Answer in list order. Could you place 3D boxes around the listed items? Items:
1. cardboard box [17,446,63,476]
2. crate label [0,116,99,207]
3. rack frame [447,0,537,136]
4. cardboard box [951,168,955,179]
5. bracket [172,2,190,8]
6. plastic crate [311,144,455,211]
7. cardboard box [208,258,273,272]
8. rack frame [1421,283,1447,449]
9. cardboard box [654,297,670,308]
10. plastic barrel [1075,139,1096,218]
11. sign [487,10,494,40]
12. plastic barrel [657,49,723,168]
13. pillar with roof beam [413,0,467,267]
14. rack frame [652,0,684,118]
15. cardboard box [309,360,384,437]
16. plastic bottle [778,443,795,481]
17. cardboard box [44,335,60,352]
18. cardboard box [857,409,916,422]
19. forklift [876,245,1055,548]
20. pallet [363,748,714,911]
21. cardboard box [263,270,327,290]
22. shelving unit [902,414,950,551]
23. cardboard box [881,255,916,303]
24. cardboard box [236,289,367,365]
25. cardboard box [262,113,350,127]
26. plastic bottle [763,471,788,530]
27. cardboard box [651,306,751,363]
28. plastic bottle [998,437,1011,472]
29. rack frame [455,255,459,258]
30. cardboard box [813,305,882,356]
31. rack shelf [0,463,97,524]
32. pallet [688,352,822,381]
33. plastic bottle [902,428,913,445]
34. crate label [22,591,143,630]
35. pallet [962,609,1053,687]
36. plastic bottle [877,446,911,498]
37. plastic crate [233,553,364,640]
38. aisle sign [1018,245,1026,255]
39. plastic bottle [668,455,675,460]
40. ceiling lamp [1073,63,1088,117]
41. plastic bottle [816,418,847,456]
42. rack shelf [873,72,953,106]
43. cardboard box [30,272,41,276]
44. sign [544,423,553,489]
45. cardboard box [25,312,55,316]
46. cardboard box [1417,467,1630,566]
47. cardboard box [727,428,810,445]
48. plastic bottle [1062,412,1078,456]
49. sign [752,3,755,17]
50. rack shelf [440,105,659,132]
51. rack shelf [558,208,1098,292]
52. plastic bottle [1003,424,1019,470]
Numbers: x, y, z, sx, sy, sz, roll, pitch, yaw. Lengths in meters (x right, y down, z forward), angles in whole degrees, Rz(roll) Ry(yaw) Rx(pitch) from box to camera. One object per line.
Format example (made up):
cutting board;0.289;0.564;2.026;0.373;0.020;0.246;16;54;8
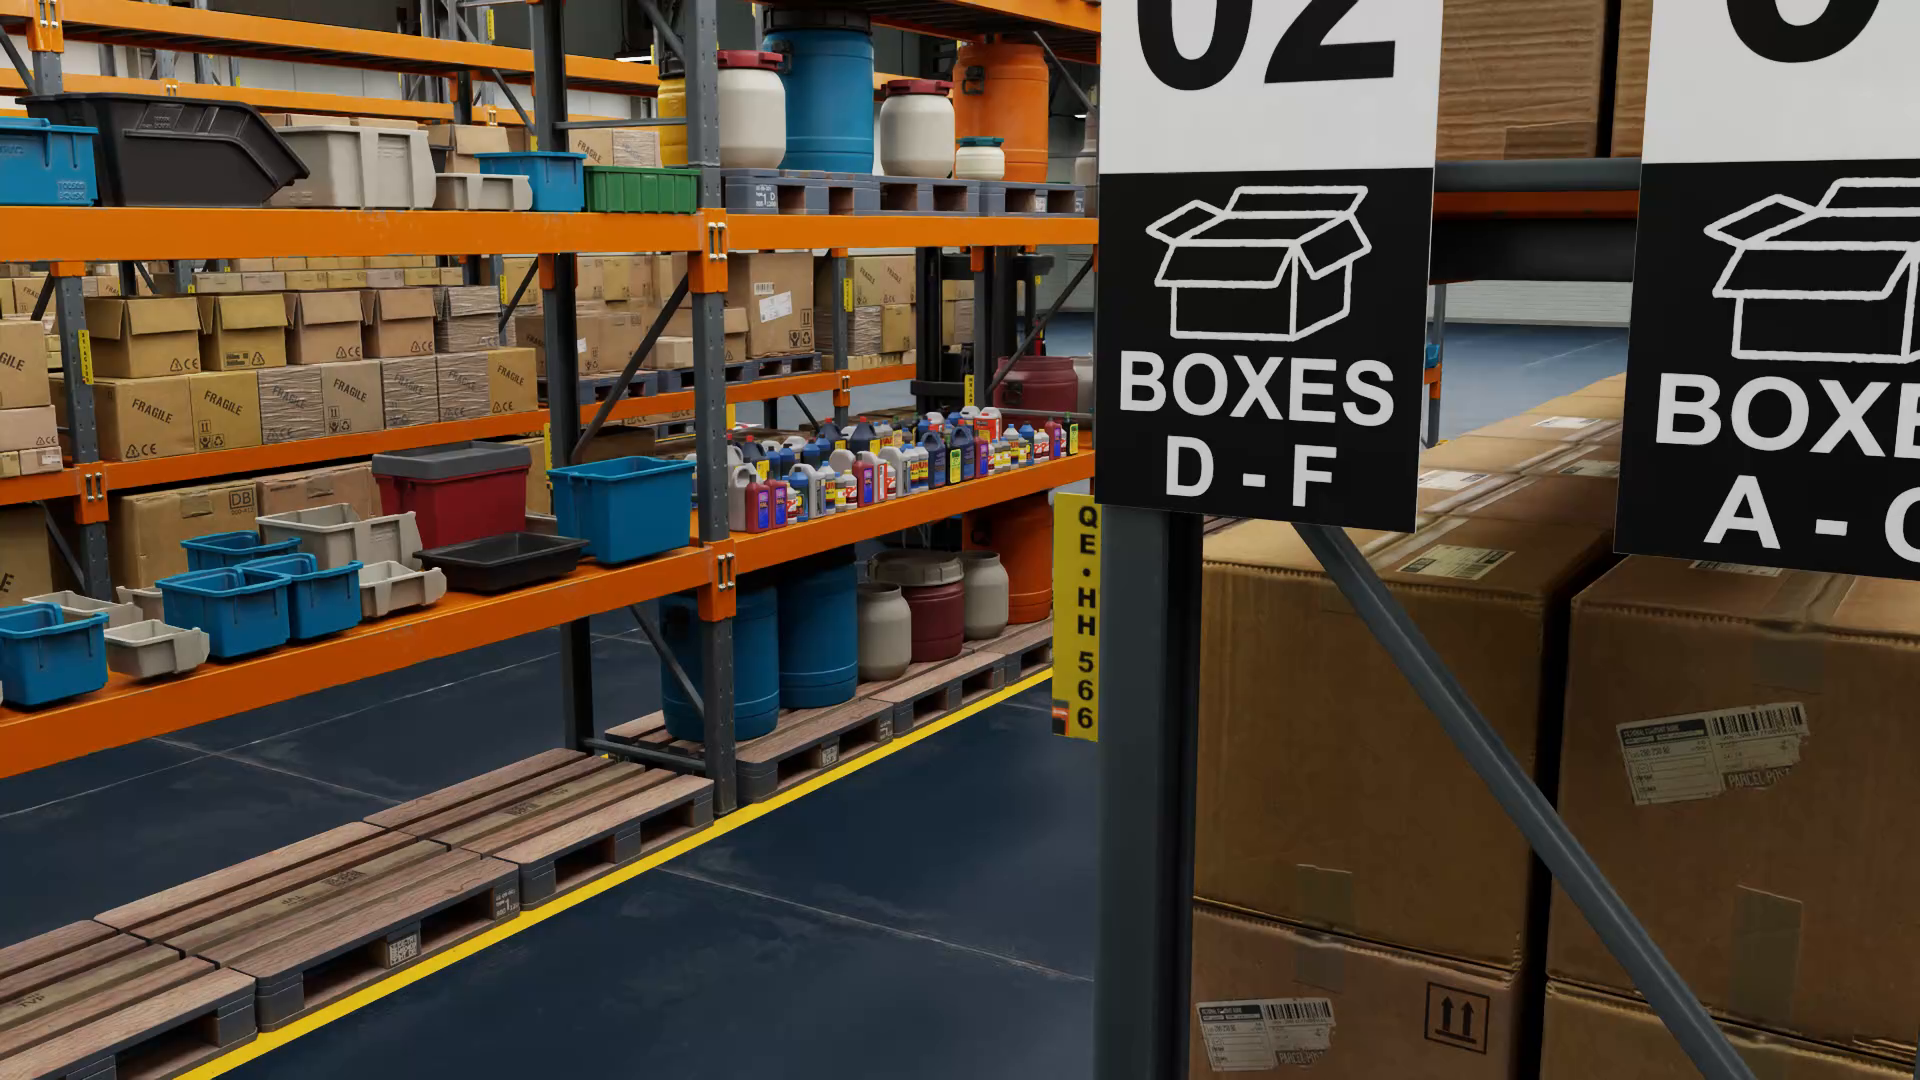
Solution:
cardboard box;-5.636;-0.490;10.016;0.380;0.149;0.250;6;12;31
crate label;-2.846;-1.106;4.876;0.408;0.251;0.502;6;12;31
rack frame;-3.681;-4.270;13.225;1.000;3.000;0.127;6;12;31
cardboard box;-0.116;-4.227;18.707;0.500;0.500;0.500;6;12;31
bracket;-12.855;-8.726;27.243;0.235;0.232;0.430;6;12;31
plastic crate;-2.404;-1.460;6.721;0.497;0.269;0.590;6;12;31
cardboard box;-9.660;-3.633;22.324;0.700;0.500;0.500;6;12;30
rack frame;4.705;-2.107;17.970;1.000;3.000;0.127;6;12;31
cardboard box;-4.135;-2.992;22.291;0.875;0.550;0.550;6;12;31
plastic barrel;0.975;-2.397;11.067;0.421;0.512;0.421;0;11;0
sign;-5.321;-5.837;18.841;0.100;0.325;0.005;6;12;31
plastic barrel;-1.224;-2.156;8.427;0.600;0.588;0.600;0;11;0
pillar with roof beam;-6.579;-7.458;30.251;9.100;9.000;0.548;6;12;31
rack frame;-3.714;-6.018;22.561;1.000;3.000;0.127;6;12;31
cardboard box;-4.521;-1.030;11.946;0.500;0.500;0.500;7;13;32
plastic bottle;-0.959;-0.398;9.192;0.097;0.271;0.097;0;11;0
cardboard box;-8.268;-1.757;14.837;0.380;0.149;0.250;6;12;30
cardboard box;-0.817;-1.183;18.691;0.500;0.500;0.500;5;12;26
forklift;0.227;-1.589;15.394;1.130;2.935;3.031;4;11;18
pallet;-1.873;1.271;7.508;1.003;0.211;1.213;6;12;31
cardboard box;-7.100;-2.582;17.521;0.700;0.500;0.500;6;12;30
shelving unit;-0.281;-0.426;13.881;0.258;1.200;0.503;4;11;18
cardboard box;-0.635;-2.841;18.097;0.500;0.500;0.500;6;12;31
cardboard box;-4.758;-1.542;11.956;0.797;0.503;0.637;7;13;33
cardboard box;-4.724;-2.730;11.725;0.797;0.503;0.637;6;12;30
plastic bottle;-0.901;-0.200;8.102;0.061;0.283;0.133;6;12;31
cardboard box;-2.426;-1.926;15.585;0.797;0.503;0.637;8;13;36
plastic bottle;0.259;-0.517;10.019;0.097;0.201;0.097;0;11;0
rack frame;-7.997;-3.527;25.554;1.000;3.000;0.127;6;12;31
cardboard box;-1.318;-2.211;17.447;0.875;0.500;0.500;6;12;31
rack shelf;-6.796;-0.024;8.802;1.077;0.370;4.000;6;12;31
pallet;-2.126;-1.750;16.587;1.003;0.211;1.213;6;12;31
plastic bottle;-0.342;-0.604;10.485;0.097;0.201;0.097;0;11;0
crate label;-3.046;0.274;5.807;0.396;0.136;0.243;6;12;31
pallet;0.178;0.650;10.822;1.003;0.211;1.213;6;12;31
plastic bottle;-0.358;-0.377;9.067;0.152;0.276;0.135;6;12;31
plastic crate;-2.353;0.201;5.936;0.416;0.233;0.300;6;12;31
aisle sign;0.761;-3.839;20.157;0.394;0.787;0.004;6;12;31
plastic bottle;-1.515;-0.296;8.613;0.061;0.283;0.133;6;12;31
ceiling lamp;4.255;-13.451;46.402;2.000;3.185;0.800;6;12;31
plastic bottle;-0.755;-0.544;9.758;0.144;0.351;0.185;6;12;31
rack shelf;-0.566;-4.859;18.331;1.077;0.370;4.000;6;12;31
cardboard box;-13.899;-3.907;24.744;0.380;0.149;0.250;7;13;32
sign;-1.994;-0.408;8.146;0.100;0.325;0.005;6;12;31
cardboard box;-8.542;-2.052;15.602;0.380;0.149;0.250;6;12;30
cardboard box;0.888;0.167;2.835;0.500;0.500;0.500;7;13;32
cardboard box;-1.942;-0.844;16.822;0.700;0.500;0.500;5;12;26
plastic bottle;0.707;-0.687;10.702;0.061;0.283;0.133;6;12;31
sign;-2.059;-5.452;16.784;0.100;0.325;0.005;6;12;31
rack shelf;-4.753;-5.154;20.984;1.077;0.370;4.000;6;12;31
rack shelf;-0.486;-1.655;9.359;1.077;0.370;4.000;6;12;31
plastic bottle;0.309;-0.567;10.095;0.097;0.271;0.097;0;11;0
